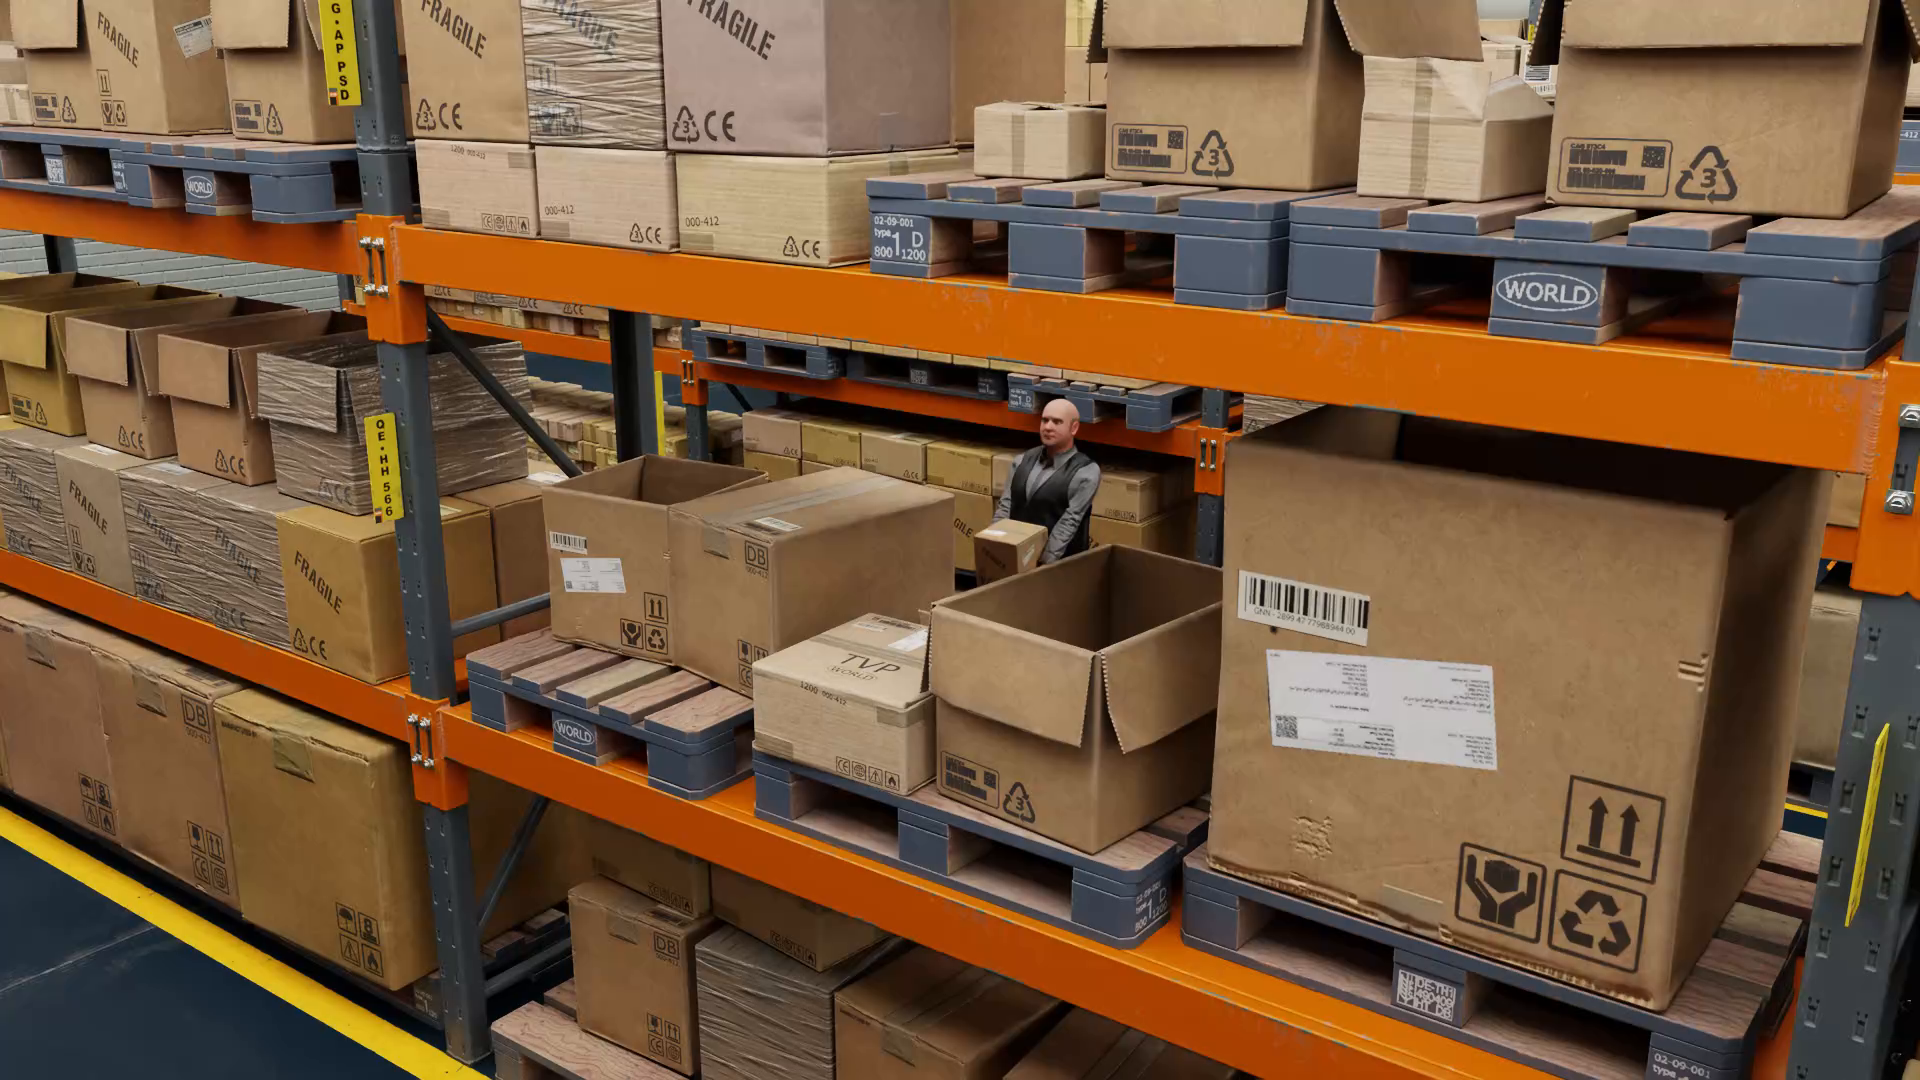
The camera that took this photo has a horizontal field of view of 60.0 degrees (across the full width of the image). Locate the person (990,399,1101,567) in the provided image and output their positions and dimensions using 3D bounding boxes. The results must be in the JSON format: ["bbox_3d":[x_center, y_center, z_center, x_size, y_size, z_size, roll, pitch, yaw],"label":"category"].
[{"bbox_3d":[0.370,0.194,7.939,0.494,1.711,0.559,12,20,36],"label":"person"}]
